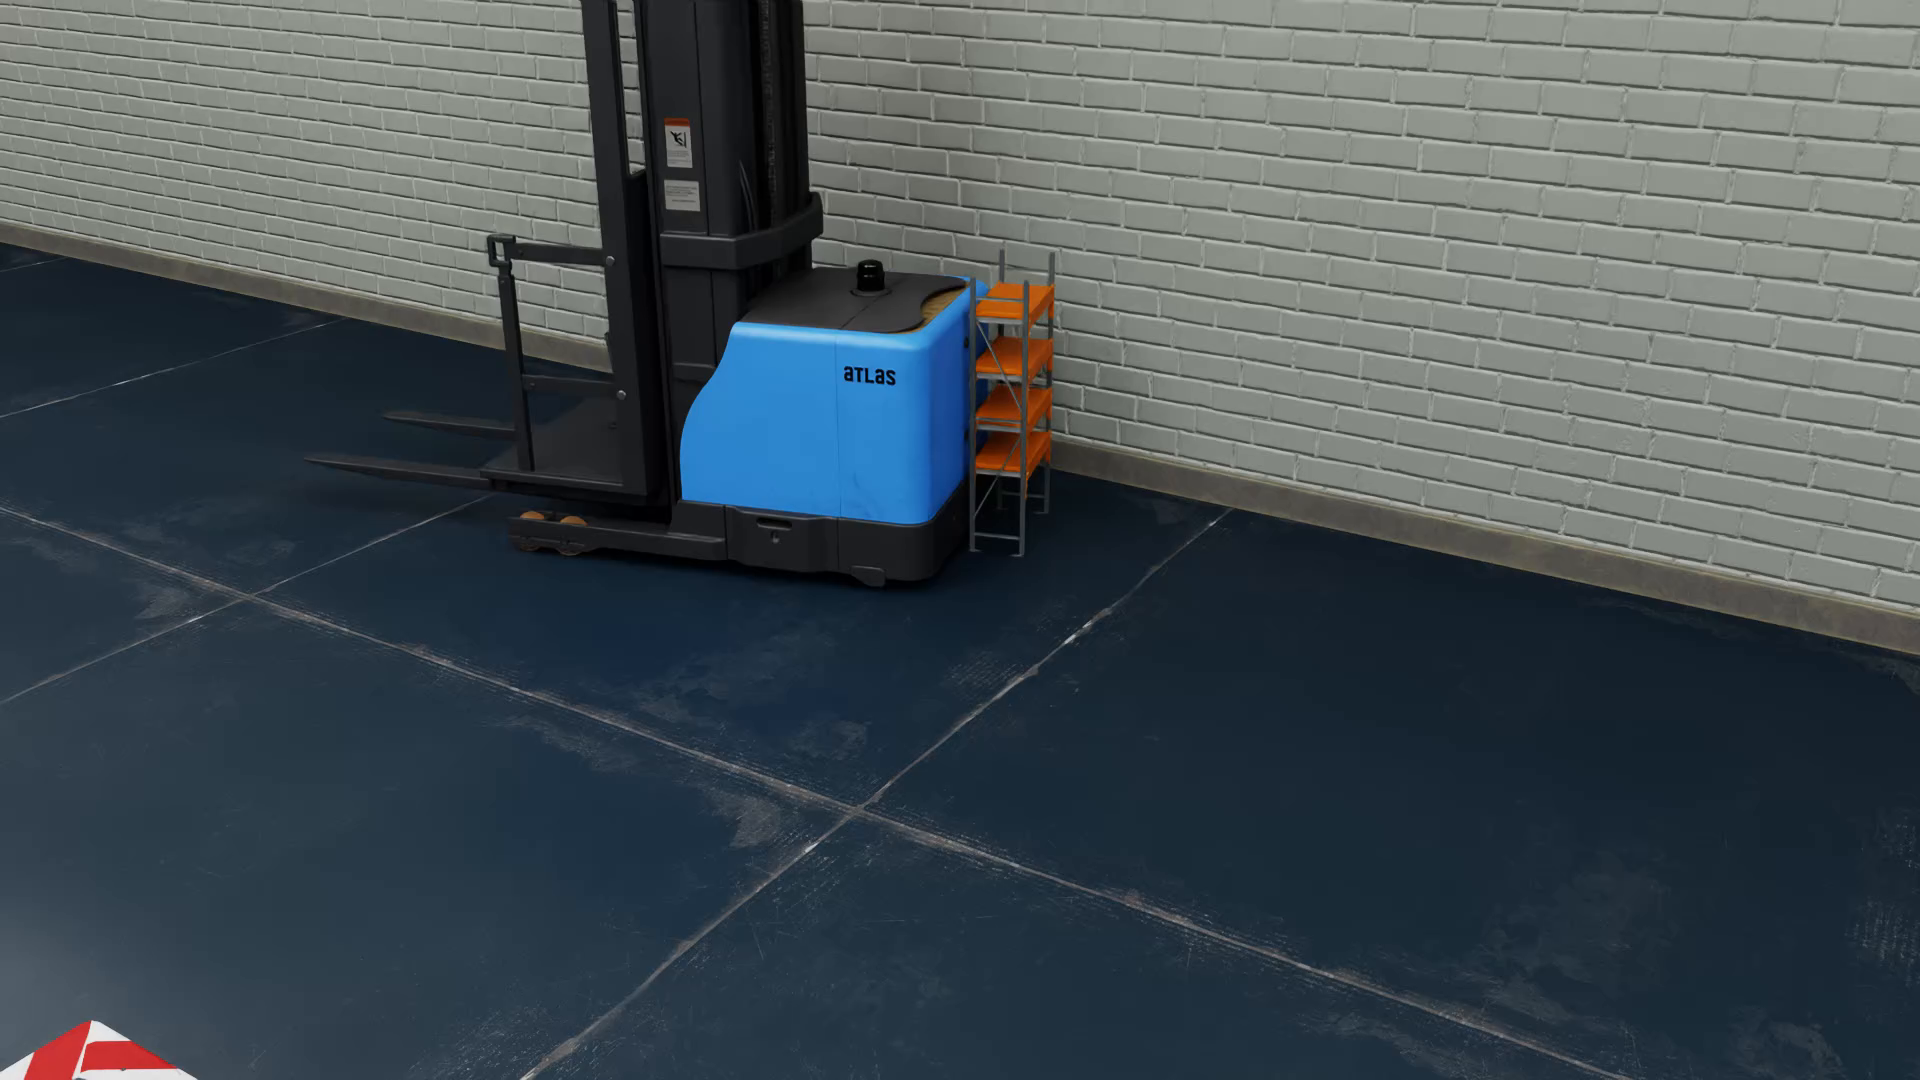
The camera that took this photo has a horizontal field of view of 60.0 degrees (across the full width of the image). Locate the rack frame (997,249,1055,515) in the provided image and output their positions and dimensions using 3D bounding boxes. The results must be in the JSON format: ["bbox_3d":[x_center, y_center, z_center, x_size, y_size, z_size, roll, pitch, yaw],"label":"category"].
[{"bbox_3d":[0.285,-0.678,7.307,0.240,1.200,0.015,6,24,14],"label":"rack frame"}]

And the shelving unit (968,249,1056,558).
[{"bbox_3d":[0.221,-0.585,7.091,0.258,1.200,0.503,6,24,14],"label":"shelving unit"}]

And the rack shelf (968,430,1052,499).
[{"bbox_3d":[0.221,-0.341,7.196,0.258,0.148,0.480,6,24,14],"label":"rack shelf"}]

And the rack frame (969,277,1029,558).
[{"bbox_3d":[0.158,-0.491,6.874,0.240,1.200,0.015,6,24,14],"label":"rack frame"}]

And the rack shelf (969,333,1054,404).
[{"bbox_3d":[0.221,-0.728,7.029,0.258,0.148,0.480,6,24,14],"label":"rack shelf"}]

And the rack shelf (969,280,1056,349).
[{"bbox_3d":[0.222,-0.945,6.935,0.258,0.148,0.480,6,24,14],"label":"rack shelf"}]

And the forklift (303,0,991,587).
[{"bbox_3d":[-1.437,-1.470,6.956,3.031,2.935,1.130,7,24,15],"label":"forklift"}]

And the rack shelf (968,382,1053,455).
[{"bbox_3d":[0.221,-0.523,7.117,0.258,0.148,0.480,6,24,14],"label":"rack shelf"}]
